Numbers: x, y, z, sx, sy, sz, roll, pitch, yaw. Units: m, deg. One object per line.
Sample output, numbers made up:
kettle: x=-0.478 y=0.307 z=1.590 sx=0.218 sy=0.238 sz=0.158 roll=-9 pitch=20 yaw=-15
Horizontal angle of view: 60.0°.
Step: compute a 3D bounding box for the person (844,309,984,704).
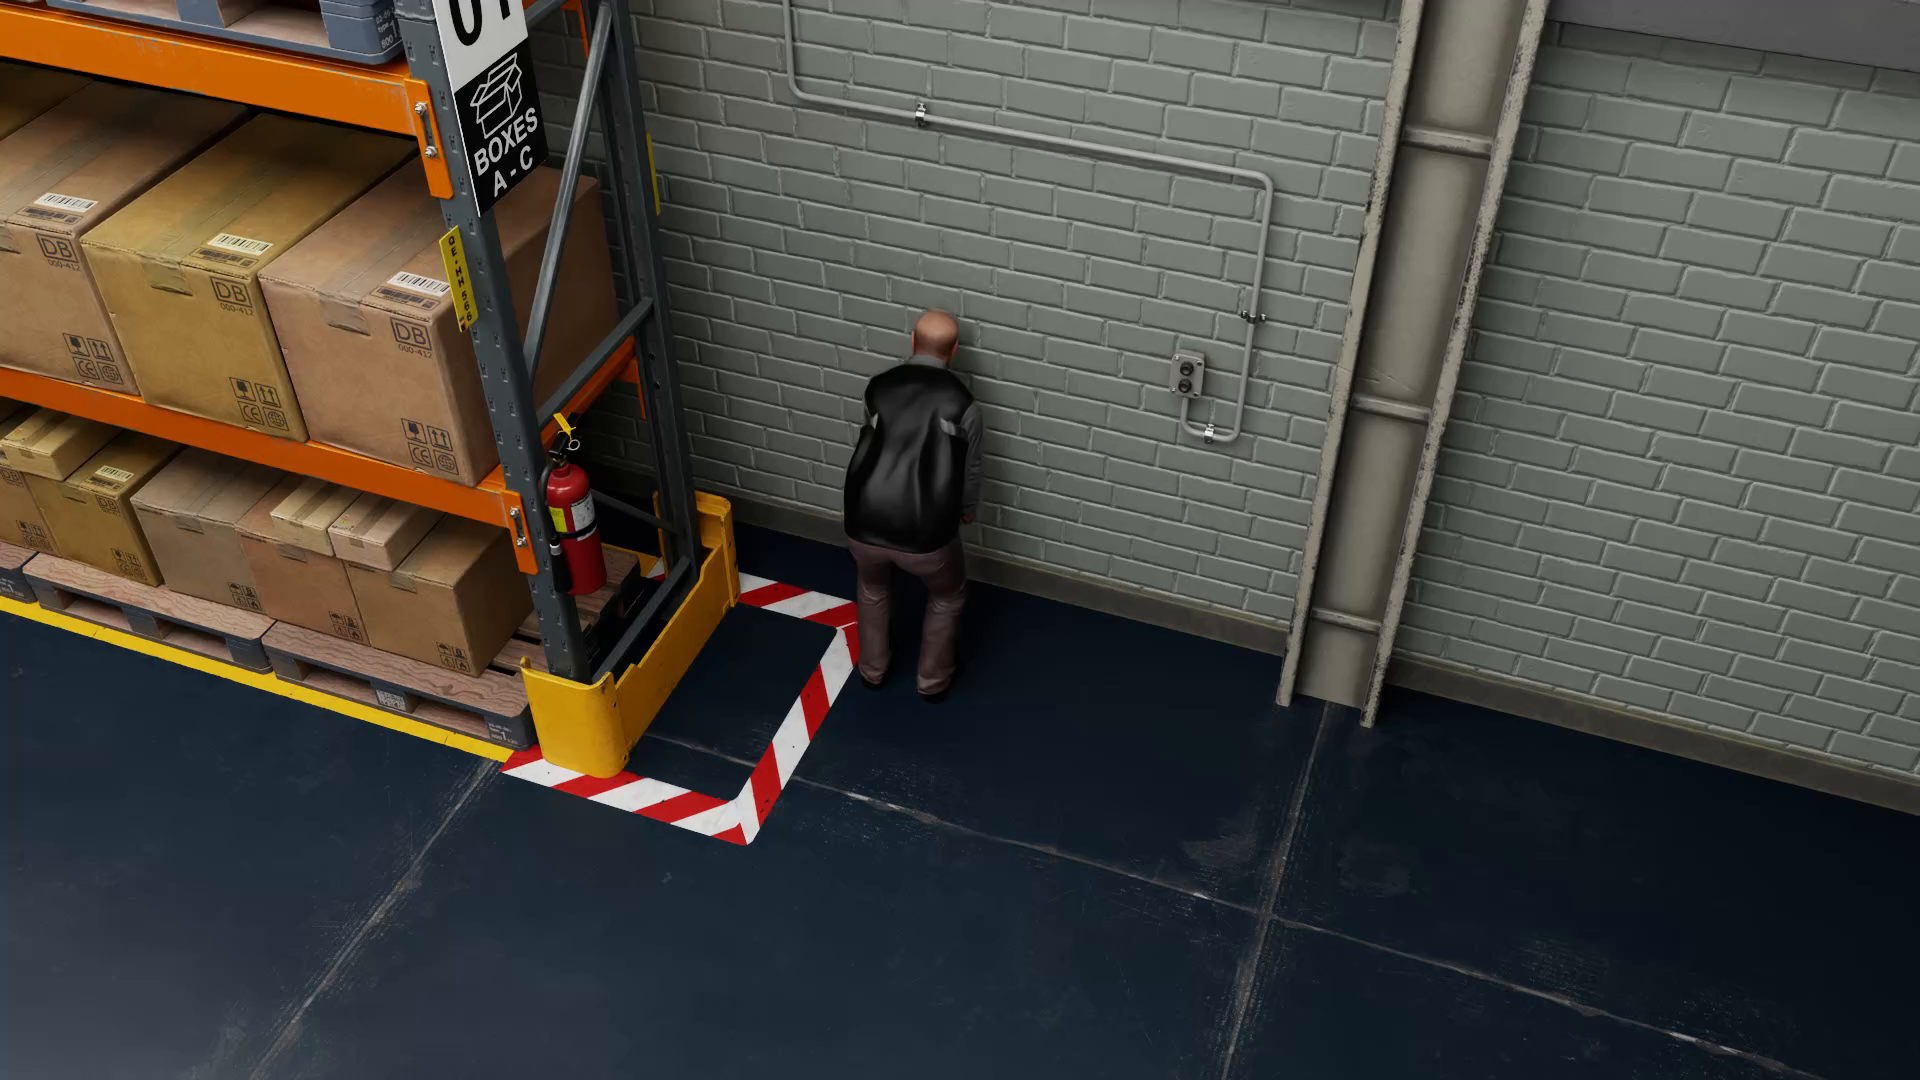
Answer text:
person: x=-0.168 y=-0.104 z=6.483 sx=0.469 sy=1.480 sz=0.796 roll=11 pitch=42 yaw=12
